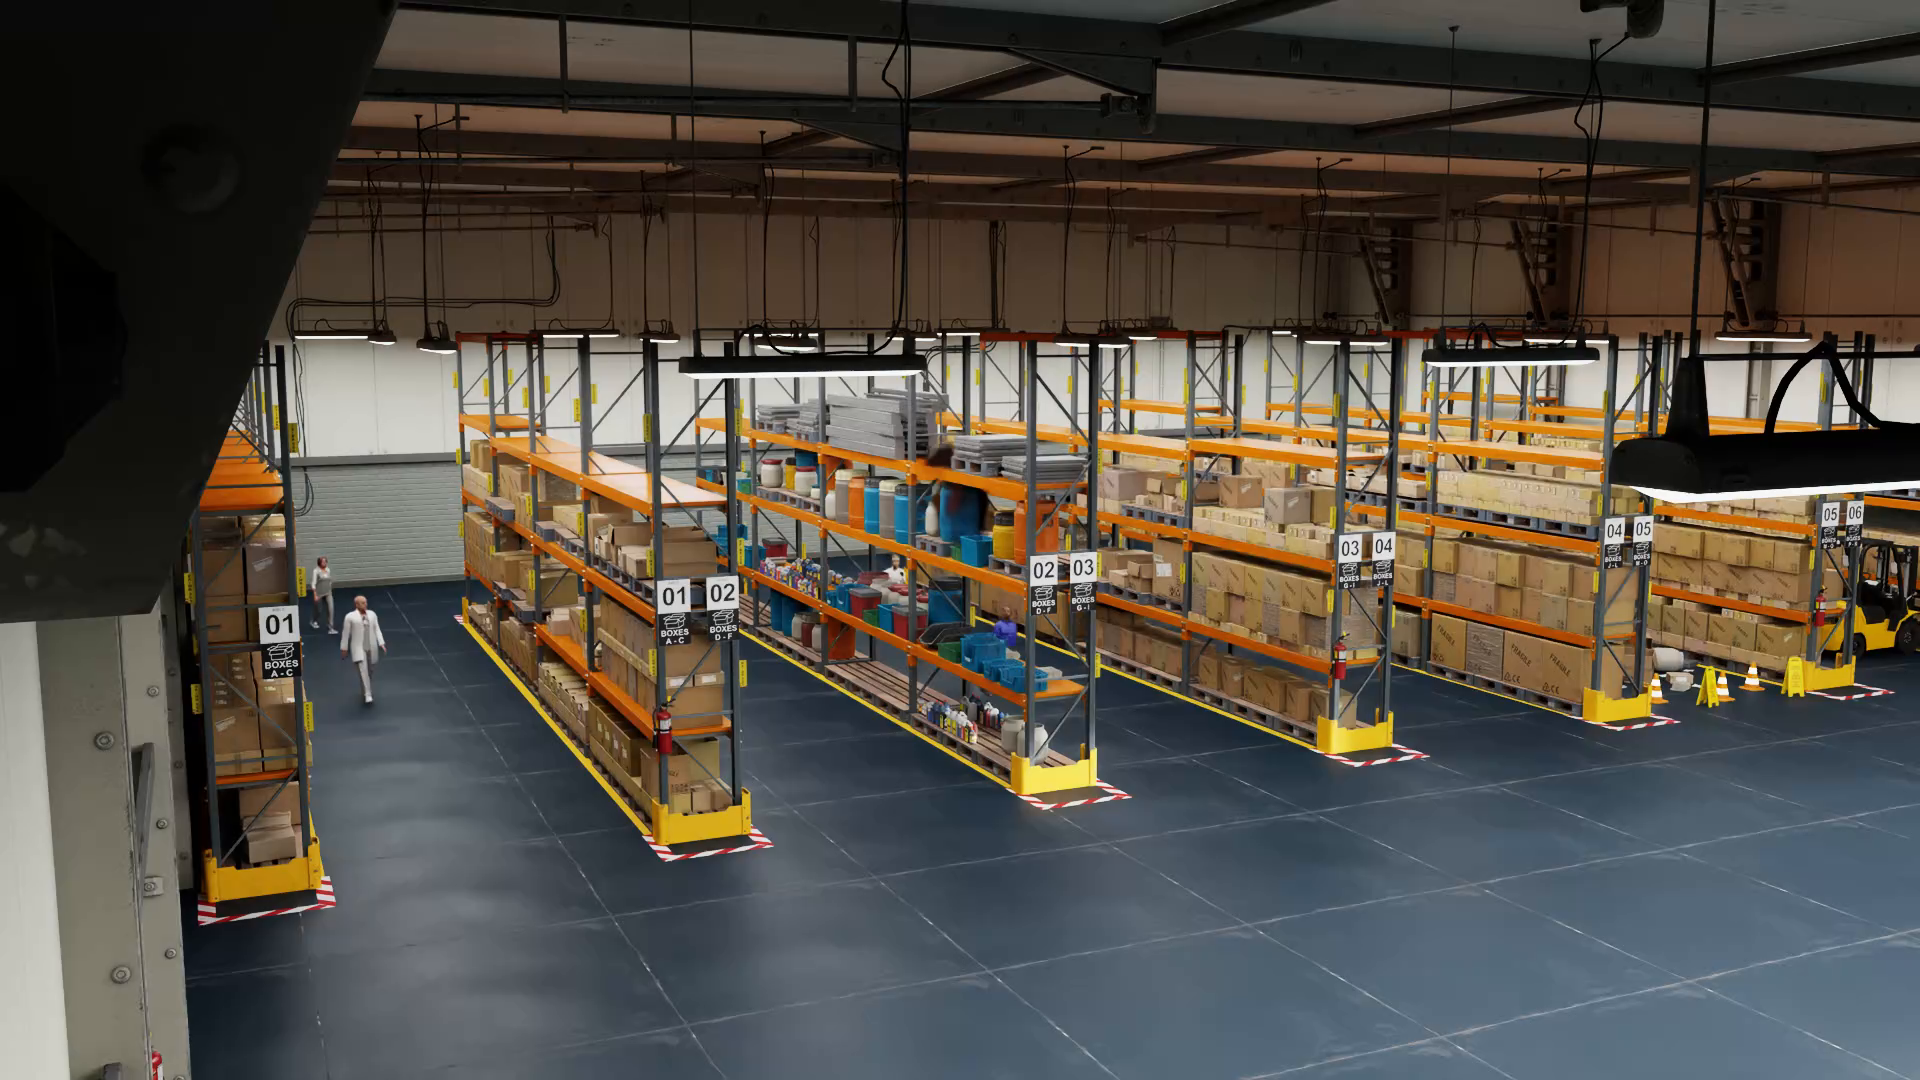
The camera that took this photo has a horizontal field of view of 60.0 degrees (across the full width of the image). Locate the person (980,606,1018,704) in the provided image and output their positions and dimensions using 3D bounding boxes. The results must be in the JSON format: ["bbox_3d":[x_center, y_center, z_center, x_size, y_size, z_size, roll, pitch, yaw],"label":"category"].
[{"bbox_3d":[0.723,1.878,27.153,0.544,1.577,0.908,-8,11,-44],"label":"person"}]

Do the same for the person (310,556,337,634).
[{"bbox_3d":[-12.744,1.083,33.218,0.464,1.546,0.837,-7,10,-42],"label":"person"}]

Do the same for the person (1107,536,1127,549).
[{"bbox_3d":[4.046,-0.139,41.967,0.926,1.625,0.550,-3,8,-20],"label":"person"}]

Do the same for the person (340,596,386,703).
[{"bbox_3d":[-9.845,1.784,27.425,0.690,1.742,1.088,-6,10,-36],"label":"person"}]

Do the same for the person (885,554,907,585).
[{"bbox_3d":[-1.288,1.090,32.766,0.508,1.650,0.707,-4,9,-27],"label":"person"}]
